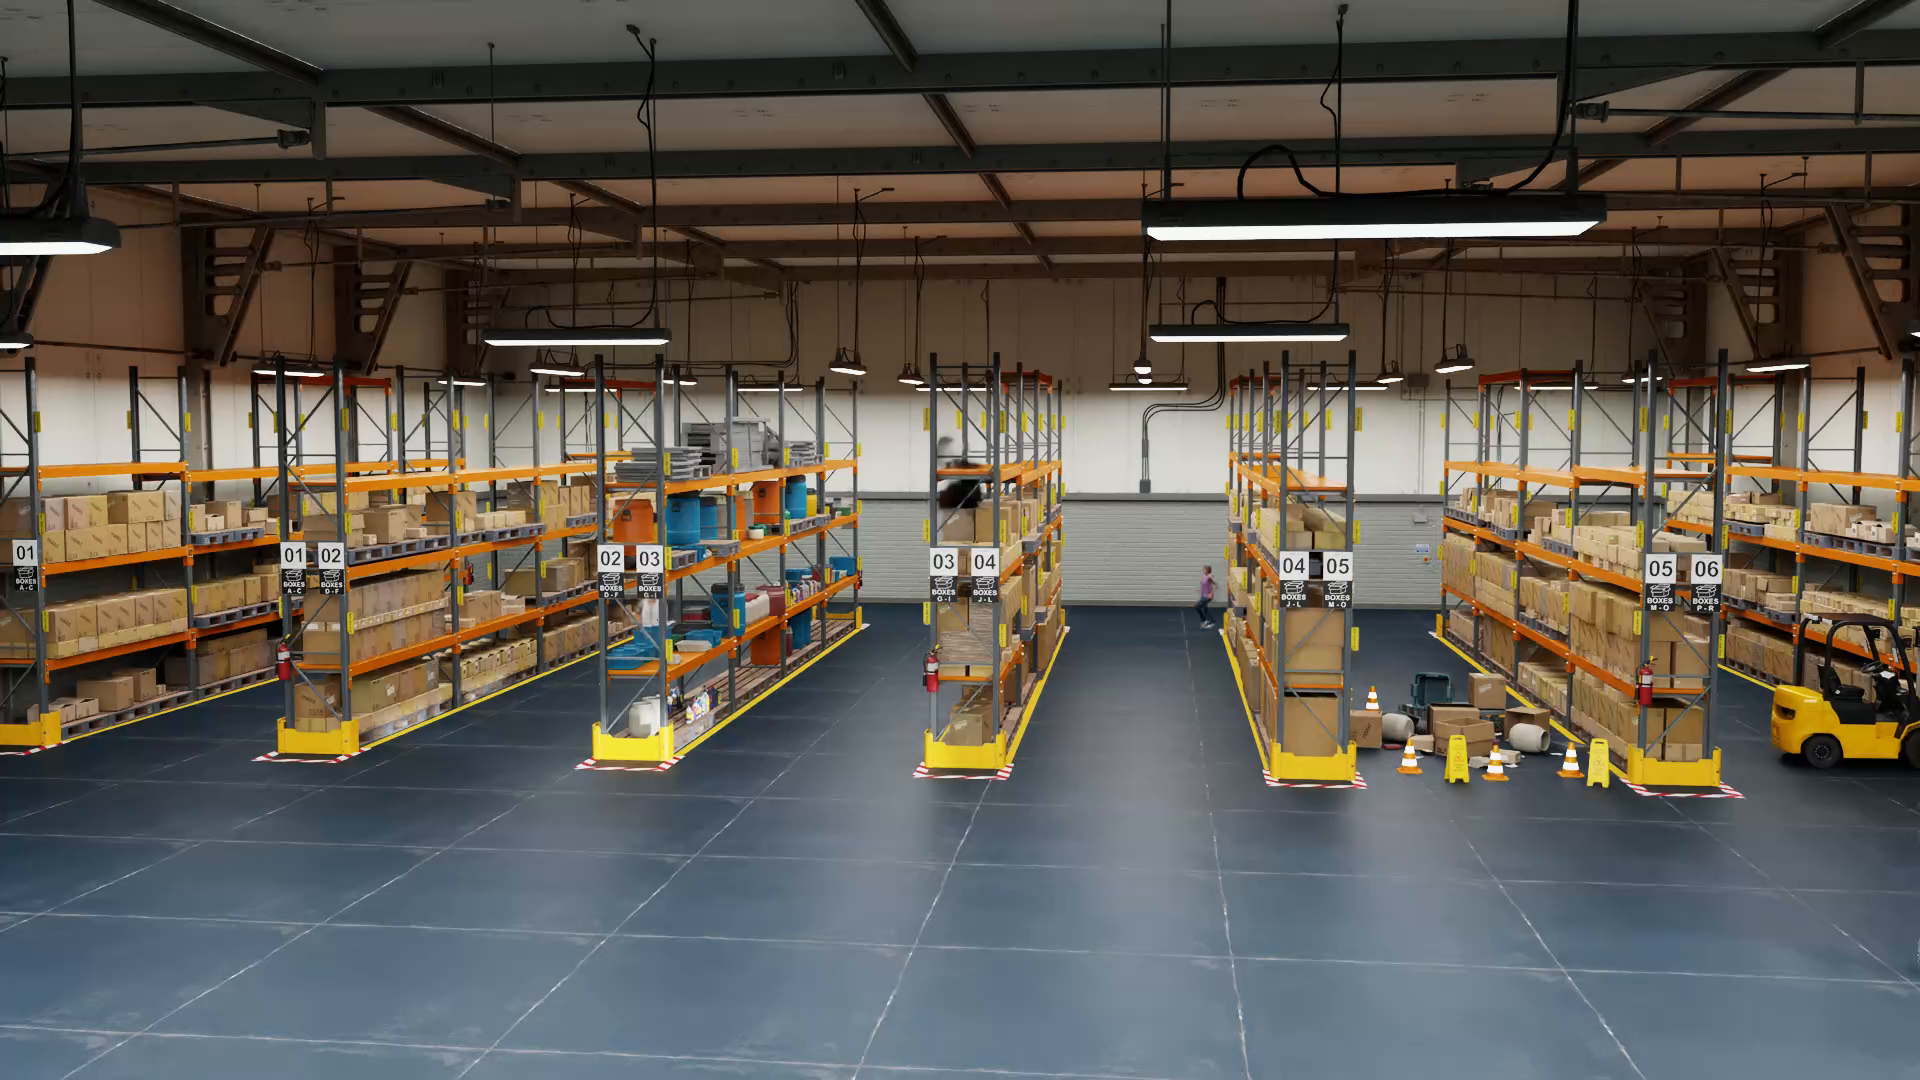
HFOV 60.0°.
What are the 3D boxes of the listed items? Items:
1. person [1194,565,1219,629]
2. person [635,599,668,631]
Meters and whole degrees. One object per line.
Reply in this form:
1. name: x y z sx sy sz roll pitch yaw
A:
1. person: 5.962 1.379 40.237 0.590 1.559 0.601 -1 4 -13
2. person: -6.163 1.784 33.257 0.657 1.738 0.601 -1 4 -9
